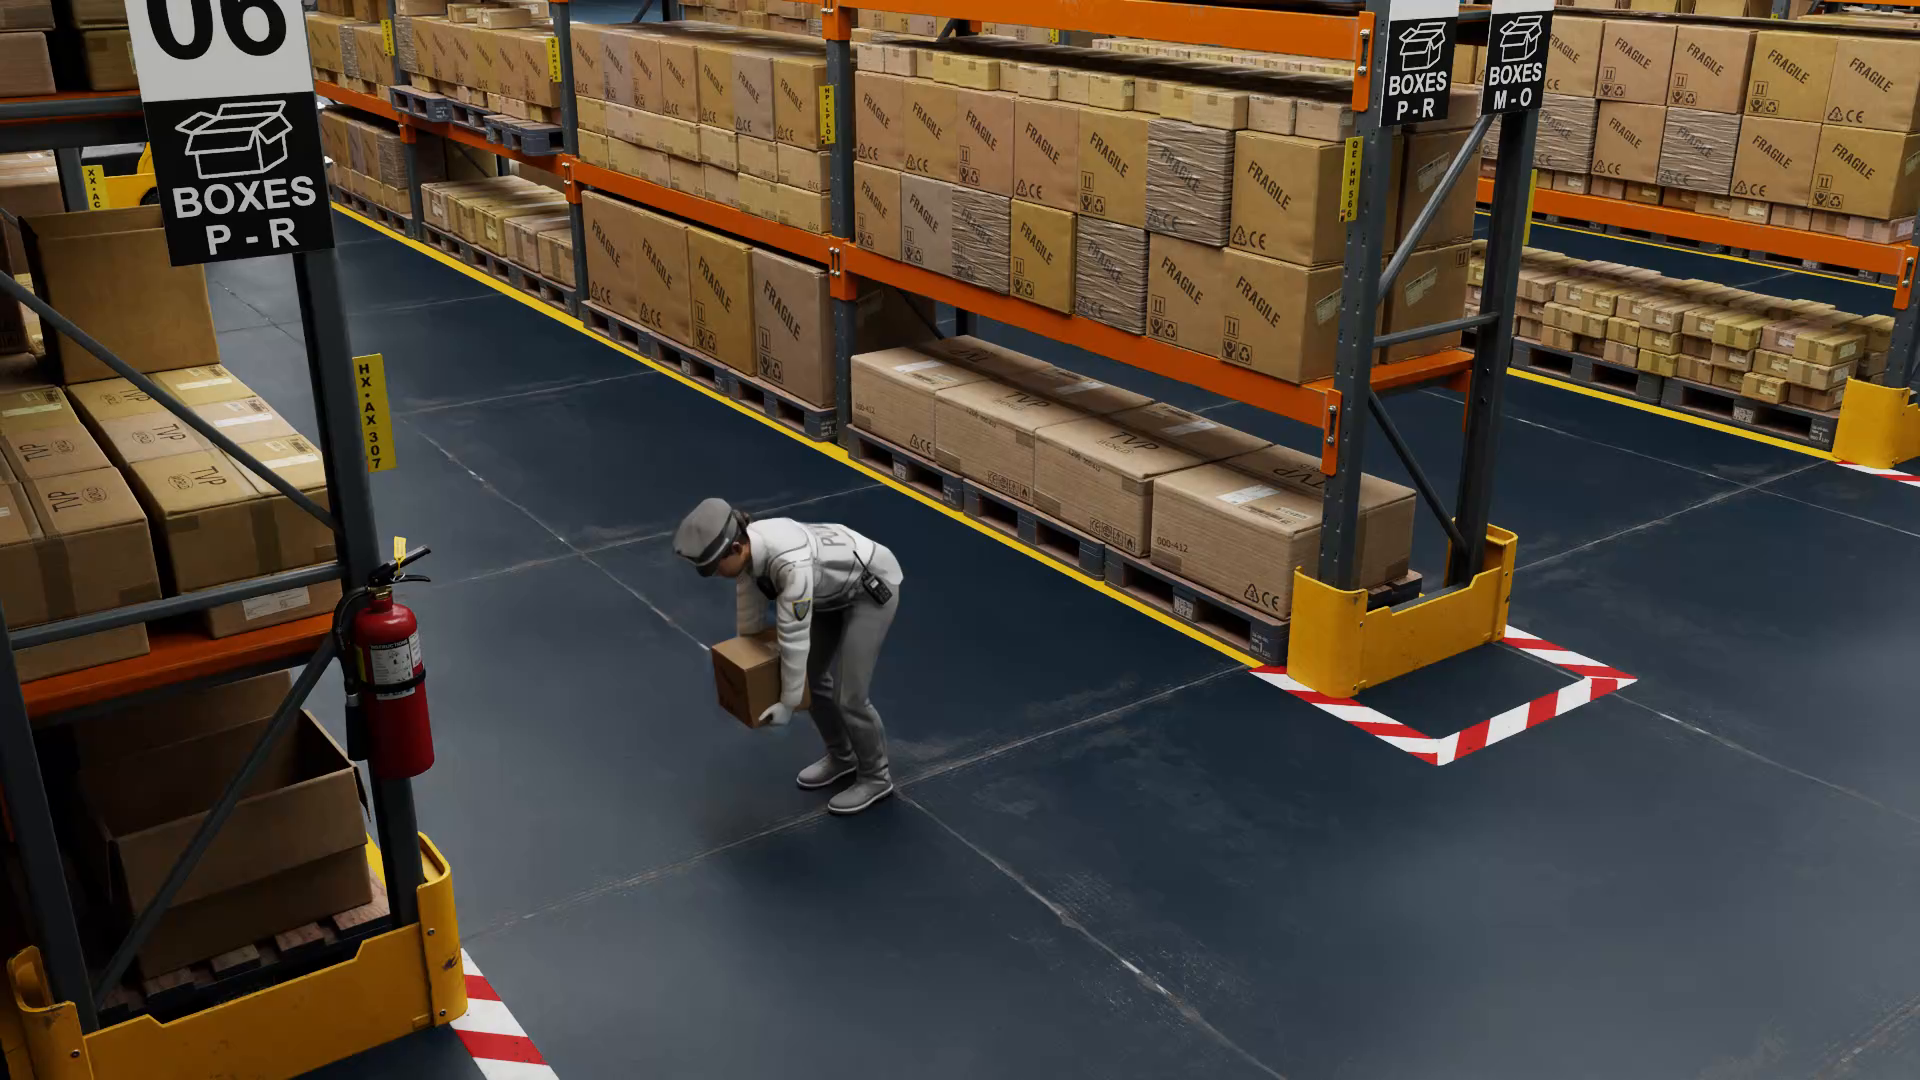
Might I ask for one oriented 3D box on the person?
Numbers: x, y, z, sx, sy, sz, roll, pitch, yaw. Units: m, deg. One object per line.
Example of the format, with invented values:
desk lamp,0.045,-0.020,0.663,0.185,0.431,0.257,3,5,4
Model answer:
person,-0.618,0.414,6.122,0.887,1.306,0.406,-16,26,-34
